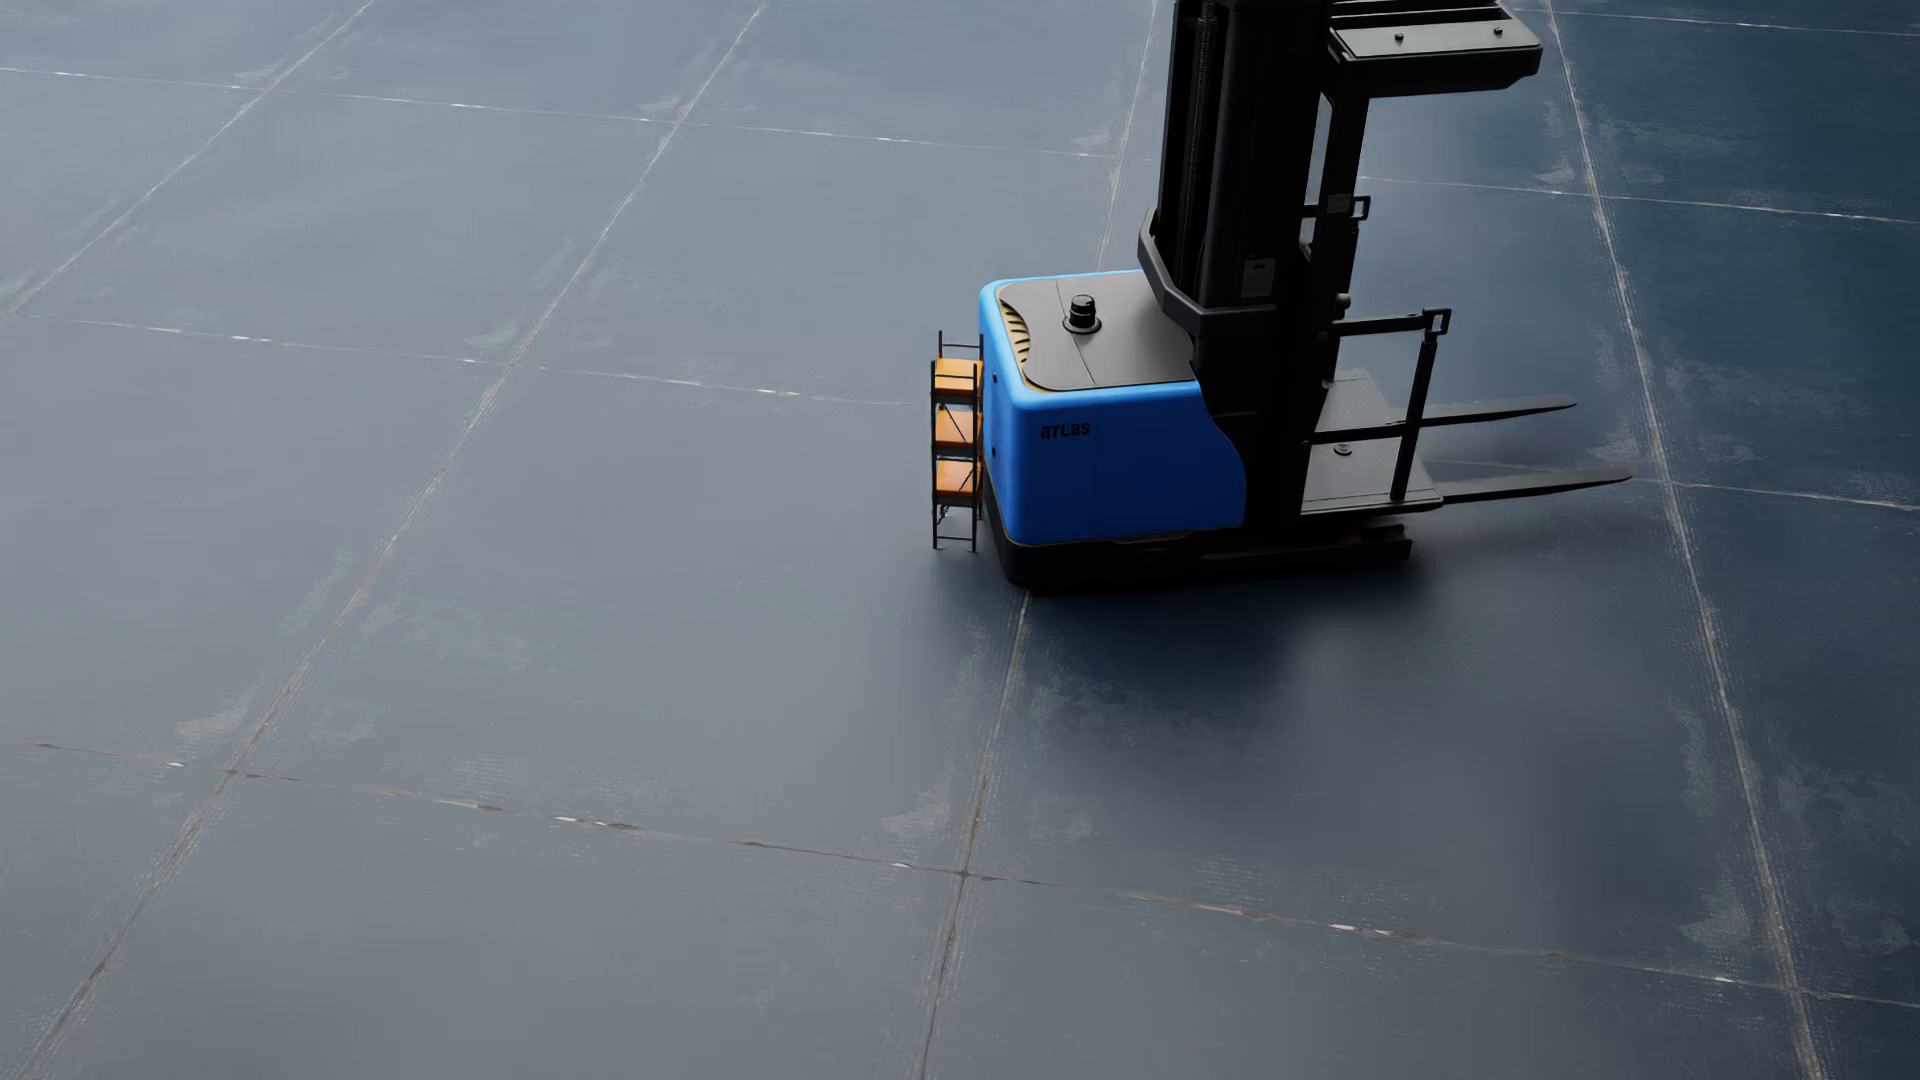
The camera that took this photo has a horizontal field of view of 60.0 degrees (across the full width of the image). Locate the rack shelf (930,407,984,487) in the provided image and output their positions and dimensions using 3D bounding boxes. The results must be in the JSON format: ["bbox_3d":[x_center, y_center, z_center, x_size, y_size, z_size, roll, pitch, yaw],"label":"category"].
[{"bbox_3d":[-0.011,-0.425,7.553,0.215,0.259,0.240,4,40,5],"label":"rack shelf"}]

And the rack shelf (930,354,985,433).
[{"bbox_3d":[-0.011,-0.643,7.372,0.215,0.259,0.240,4,40,5],"label":"rack shelf"}]

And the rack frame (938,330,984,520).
[{"bbox_3d":[0.004,-0.510,7.640,0.200,1.050,0.008,4,40,5],"label":"rack frame"}]

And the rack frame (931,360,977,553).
[{"bbox_3d":[-0.025,-0.356,7.453,0.200,1.050,0.008,4,40,5],"label":"rack frame"}]

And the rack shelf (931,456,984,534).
[{"bbox_3d":[-0.011,-0.210,7.730,0.215,0.259,0.240,4,40,5],"label":"rack shelf"}]

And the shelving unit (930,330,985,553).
[{"bbox_3d":[-0.011,-0.433,7.546,0.215,1.050,0.252,4,40,5],"label":"shelving unit"}]

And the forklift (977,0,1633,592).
[{"bbox_3d":[1.636,-1.324,7.148,3.031,2.935,1.130,-5,40,-7],"label":"forklift"}]
